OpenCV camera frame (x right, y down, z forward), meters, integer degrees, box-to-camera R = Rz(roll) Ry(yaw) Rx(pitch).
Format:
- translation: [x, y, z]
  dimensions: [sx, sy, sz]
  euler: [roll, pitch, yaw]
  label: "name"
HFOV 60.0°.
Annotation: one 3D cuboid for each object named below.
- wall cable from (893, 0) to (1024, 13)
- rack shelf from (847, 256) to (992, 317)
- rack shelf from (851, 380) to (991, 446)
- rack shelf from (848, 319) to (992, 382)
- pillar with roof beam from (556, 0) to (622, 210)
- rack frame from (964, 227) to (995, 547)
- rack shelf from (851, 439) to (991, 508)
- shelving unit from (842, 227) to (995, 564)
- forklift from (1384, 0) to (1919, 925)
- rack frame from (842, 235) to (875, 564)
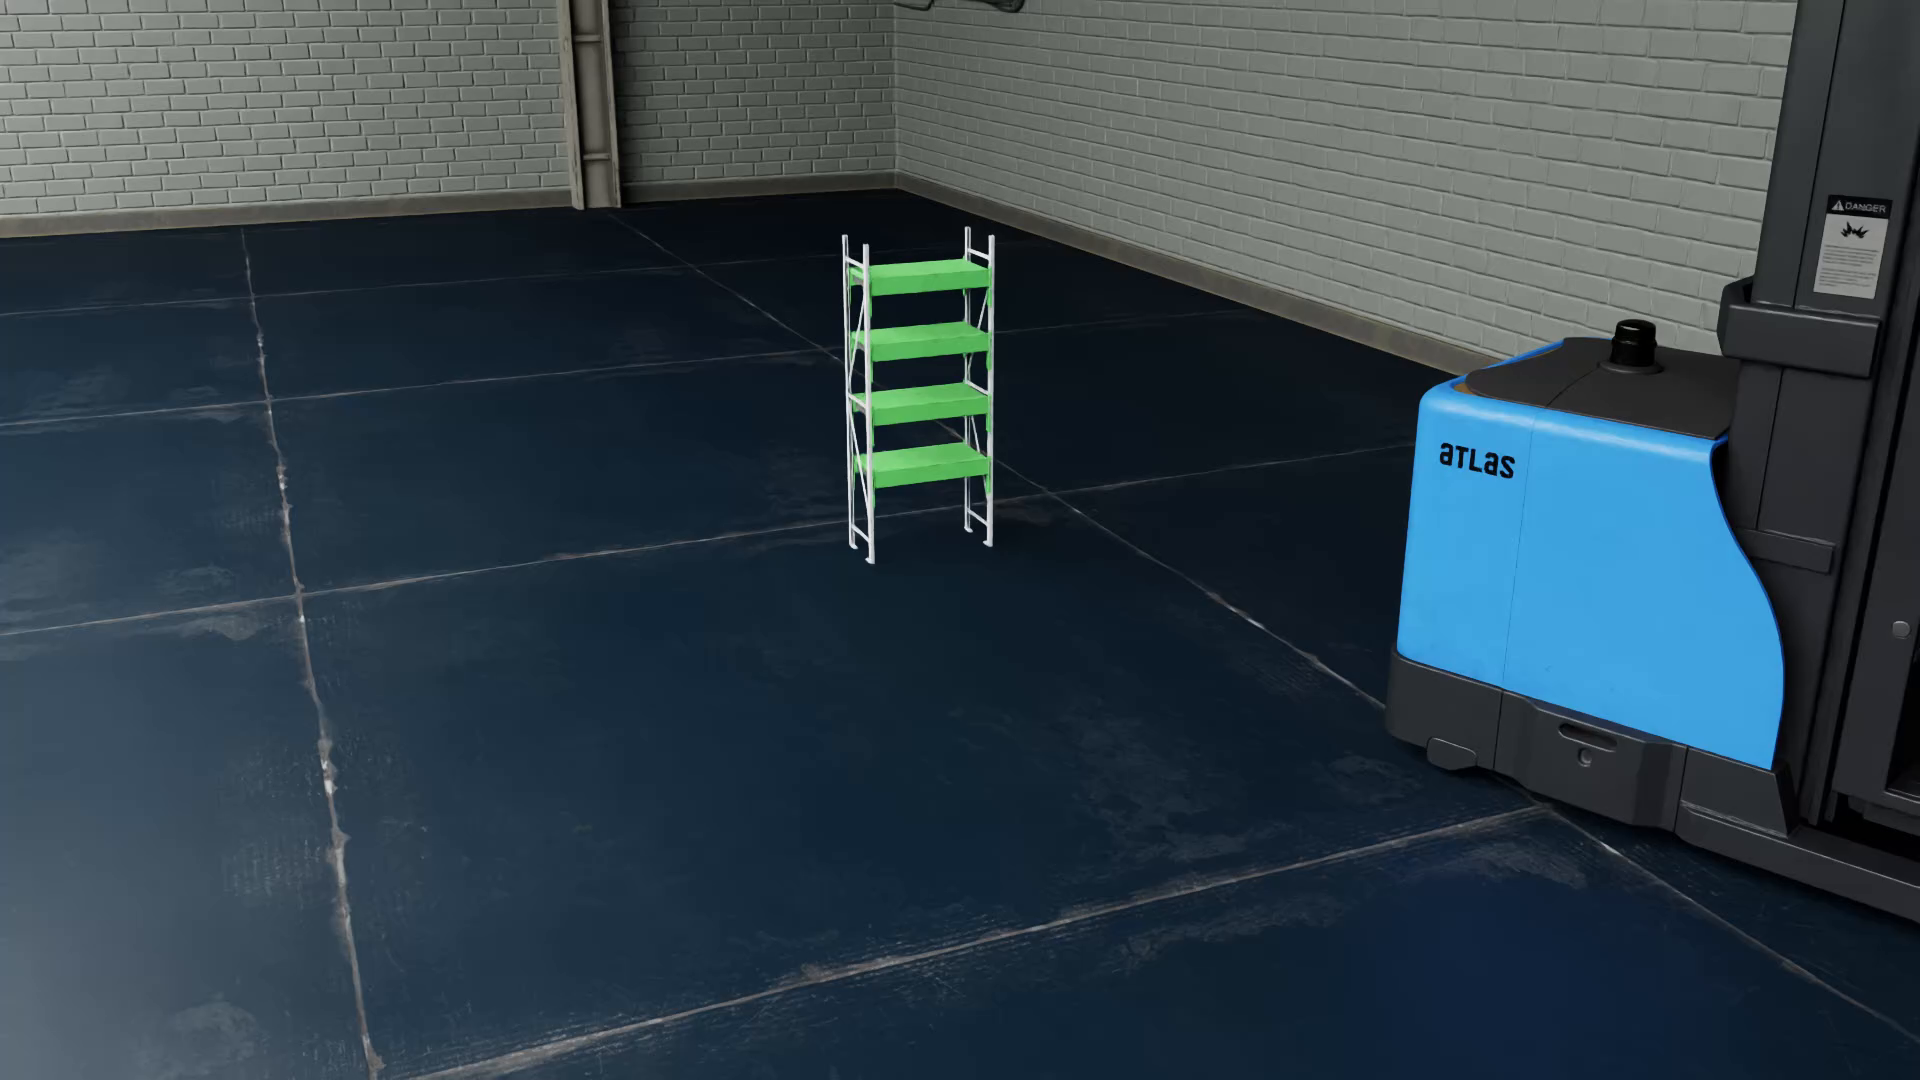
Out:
- translation: [-0.080, -5.803, 14.129]
  dimensions: [0.112, 2.526, 3.097]
  euler: [-8, 21, -22]
  label: "wall cable"
- translation: [-0.152, -0.937, 6.123]
  dimensions: [0.480, 0.148, 0.258]
  euler: [-8, 21, -22]
  label: "rack shelf"
- translation: [-0.152, -0.484, 6.282]
  dimensions: [0.480, 0.148, 0.258]
  euler: [-8, 21, -22]
  label: "rack shelf"
- translation: [-0.152, -0.710, 6.202]
  dimensions: [0.480, 0.148, 0.258]
  euler: [-8, 21, -22]
  label: "rack shelf"
- translation: [-1.604, -5.970, 9.929]
  dimensions: [0.400, 9.000, 9.100]
  euler: [-8, 21, -22]
  label: "pillar with roof beam"
- translation: [0.072, -0.576, 6.352]
  dimensions: [0.015, 1.200, 0.240]
  euler: [-8, 21, -22]
  label: "rack frame"
- translation: [-0.152, -0.258, 6.362]
  dimensions: [0.480, 0.148, 0.258]
  euler: [-8, 21, -22]
  label: "rack shelf"
- translation: [-0.152, -0.544, 6.261]
  dimensions: [0.503, 1.200, 0.258]
  euler: [-8, 21, -22]
  label: "shelving unit"
- translation: [2.634, -0.553, 3.678]
  dimensions: [3.031, 2.935, 1.130]
  euler: [17, 26, 40]
  label: "forklift"
- translation: [-0.376, -0.512, 6.170]
  dimensions: [0.015, 1.200, 0.240]
  euler: [-8, 21, -22]
  label: "rack frame"
